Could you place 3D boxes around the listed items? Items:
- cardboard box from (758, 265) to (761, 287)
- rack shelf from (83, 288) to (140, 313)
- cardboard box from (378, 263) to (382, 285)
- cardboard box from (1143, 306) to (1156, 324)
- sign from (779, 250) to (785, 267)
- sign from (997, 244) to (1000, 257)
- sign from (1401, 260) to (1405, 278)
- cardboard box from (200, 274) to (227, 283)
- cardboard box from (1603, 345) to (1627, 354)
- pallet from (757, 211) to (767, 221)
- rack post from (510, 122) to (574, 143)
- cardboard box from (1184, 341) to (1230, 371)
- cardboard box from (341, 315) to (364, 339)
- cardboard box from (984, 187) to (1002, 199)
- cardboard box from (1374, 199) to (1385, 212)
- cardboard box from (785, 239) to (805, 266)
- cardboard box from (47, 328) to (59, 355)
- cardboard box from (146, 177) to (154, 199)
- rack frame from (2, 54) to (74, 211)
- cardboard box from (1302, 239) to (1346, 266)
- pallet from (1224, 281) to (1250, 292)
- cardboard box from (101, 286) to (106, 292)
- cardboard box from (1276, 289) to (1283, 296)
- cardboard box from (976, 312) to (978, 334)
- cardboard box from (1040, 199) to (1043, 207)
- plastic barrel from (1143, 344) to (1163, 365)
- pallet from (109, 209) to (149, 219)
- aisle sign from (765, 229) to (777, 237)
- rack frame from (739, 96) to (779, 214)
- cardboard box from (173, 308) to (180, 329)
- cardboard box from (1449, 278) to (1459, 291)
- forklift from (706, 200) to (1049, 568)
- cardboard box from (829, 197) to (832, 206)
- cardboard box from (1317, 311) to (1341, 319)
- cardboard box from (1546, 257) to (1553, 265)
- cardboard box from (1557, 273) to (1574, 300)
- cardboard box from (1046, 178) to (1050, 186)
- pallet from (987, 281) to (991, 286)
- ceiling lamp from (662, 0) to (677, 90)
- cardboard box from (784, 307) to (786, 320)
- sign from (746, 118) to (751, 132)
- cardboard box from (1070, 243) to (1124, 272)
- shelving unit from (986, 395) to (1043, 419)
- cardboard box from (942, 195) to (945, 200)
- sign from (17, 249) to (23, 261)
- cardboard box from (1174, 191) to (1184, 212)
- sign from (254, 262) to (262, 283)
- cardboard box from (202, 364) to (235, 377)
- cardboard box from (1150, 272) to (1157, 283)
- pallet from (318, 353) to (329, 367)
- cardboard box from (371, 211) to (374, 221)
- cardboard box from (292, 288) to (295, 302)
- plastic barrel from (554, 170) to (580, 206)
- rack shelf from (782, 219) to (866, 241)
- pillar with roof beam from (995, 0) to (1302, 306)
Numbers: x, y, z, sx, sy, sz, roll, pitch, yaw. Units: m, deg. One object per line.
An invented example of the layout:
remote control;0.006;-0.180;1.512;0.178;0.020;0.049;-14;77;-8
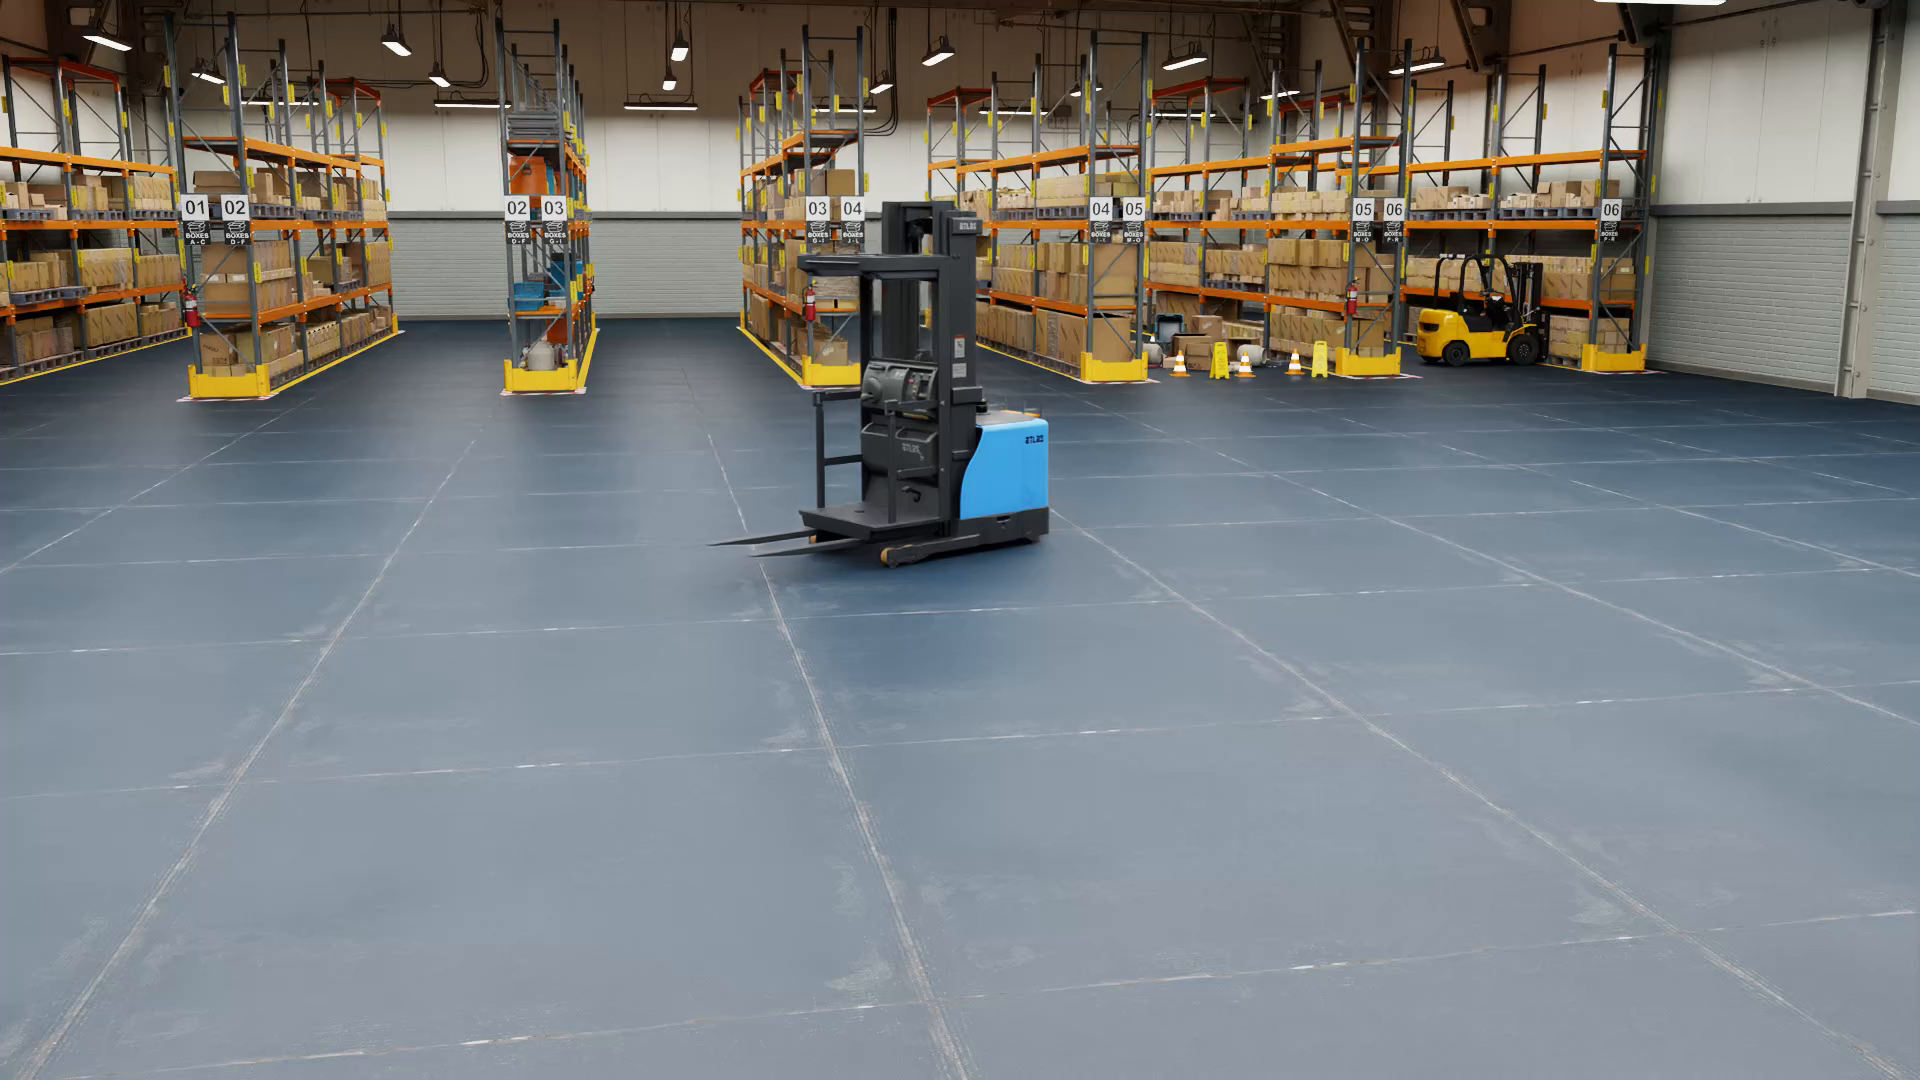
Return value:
cardboard box;-4.428;-6.154;38.739;0.500;0.500;0.500;-2;11;-12
rack shelf;-18.655;-5.122;35.507;1.077;0.370;4.000;-2;11;-11
cardboard box;-14.316;-6.454;40.316;0.500;0.500;0.500;-2;11;-12
cardboard box;5.236;-5.809;42.925;0.875;0.438;0.875;-2;11;-12
sign;-3.456;-5.463;32.280;0.100;0.325;0.005;-2;11;-11
sign;0.961;-7.134;41.058;0.100;0.325;0.005;-2;11;-11
sign;8.119;-4.987;30.559;0.100;0.325;0.005;-2;11;-11
cardboard box;-12.113;-4.253;27.016;0.380;0.149;0.250;-2;11;-12
cardboard box;12.551;-3.676;32.217;0.500;0.250;0.500;-2;11;-11
pallet;-3.867;-7.146;36.699;1.213;0.211;1.003;-2;11;-8
rack post;-7.014;-6.846;27.935;0.937;0.300;0.954;-1;11;-5
cardboard box;4.762;-3.546;31.979;0.637;0.503;0.797;9;14;38
cardboard box;-13.624;-4.748;37.128;0.500;0.500;0.500;-2;11;-10
cardboard box;0.747;-7.867;37.672;0.396;0.266;0.258;-2;11;-11
cardboard box;7.750;-6.190;30.778;0.500;0.250;0.500;-2;11;-12
cardboard box;-3.074;-5.510;31.885;0.500;0.500;0.500;-2;11;-11
cardboard box;-18.089;-3.868;32.503;0.700;0.500;0.500;-2;11;-11
cardboard box;-19.115;-8.191;38.691;0.500;0.500;0.500;-2;11;-11
rack frame;-18.266;-8.055;32.952;1.000;3.000;0.127;-2;11;-11
cardboard box;6.982;-5.497;31.817;0.700;0.500;0.500;-2;11;-12
pallet;6.456;-5.553;36.363;1.003;0.211;1.213;-2;11;-11
cardboard box;-18.412;-5.344;35.372;0.380;0.149;0.250;-2;11;-11
cardboard box;6.656;-5.038;33.816;0.380;0.149;0.250;-2;11;-9
cardboard box;0.595;-5.092;38.988;0.500;0.500;0.500;-3;11;-14
cardboard box;1.763;-6.556;32.377;0.380;0.149;0.250;-2;11;-11
plastic barrel;3.698;-3.659;32.788;0.512;0.421;0.421;6;12;28
pallet;-19.193;-7.422;37.885;1.003;0.211;1.213;-2;11;-11
aisle sign;-4.965;-8.417;43.944;0.394;0.787;0.004;-2;11;-11
rack frame;-5.246;-10.063;43.500;1.000;3.000;0.127;-2;11;-11
cardboard box;-19.588;-5.429;40.760;0.700;0.500;0.500;-2;11;-11
cardboard box;11.153;-5.650;36.760;0.500;0.250;0.500;-2;11;-11
forklift;-0.668;-1.325;13.822;3.031;2.935;1.130;-9;14;-39
cardboard box;-2.429;-5.869;28.820;0.380;0.149;0.250;-2;11;-13
cardboard box;7.038;-4.287;31.686;0.380;0.149;0.250;-2;11;-9
cardboard box;11.832;-5.525;32.906;0.380;0.149;0.250;-2;11;-10
cardboard box;12.010;-4.948;32.405;0.500;0.500;0.500;-2;11;-9
cardboard box;1.860;-6.855;31.818;0.380;0.149;0.250;-2;11;-12
pallet;0.770;-6.078;39.120;1.003;0.211;1.213;-2;11;-11
ceiling lamp;-6.418;-11.965;37.884;0.800;3.185;2.000;-2;11;-11
cardboard box;-3.530;-4.883;35.834;0.500;0.250;0.500;-2;11;-9
sign;-5.017;-9.850;39.461;0.100;0.325;0.005;-2;11;-11
cardboard box;2.544;-5.222;30.821;0.875;0.550;0.550;-2;11;-11
shelving unit;0.491;-0.699;15.161;0.258;1.200;0.503;-9;14;-40
cardboard box;-0.258;-8.715;42.437;0.380;0.149;0.250;-2;11;-12
sign;-18.810;-5.656;33.295;0.100;0.325;0.005;-2;11;-11
cardboard box;5.404;-8.051;39.559;0.500;0.500;0.500;-2;11;-10
sign;-11.306;-4.305;26.766;0.100;0.325;0.005;-2;11;-11
cardboard box;-12.246;-2.765;27.432;0.500;0.250;0.500;-2;11;-11
cardboard box;5.080;-6.579;41.639;0.500;0.250;0.500;-2;11;-12
pallet;-13.052;-3.544;32.749;1.003;0.211;1.213;-2;11;-11
cardboard box;-14.227;-7.704;39.531;0.500;0.250;0.500;-2;11;-11
cardboard box;-12.768;-4.570;31.088;0.500;0.250;0.500;-1;11;-7
plastic barrel;-8.844;-7.821;37.278;0.600;0.901;0.708;-2;11;-11
rack shelf;-2.523;-5.668;30.357;1.077;0.370;4.000;-2;11;-11
pillar with roof beam;5.480;-10.975;48.293;9.100;9.000;0.548;-2;11;-11
